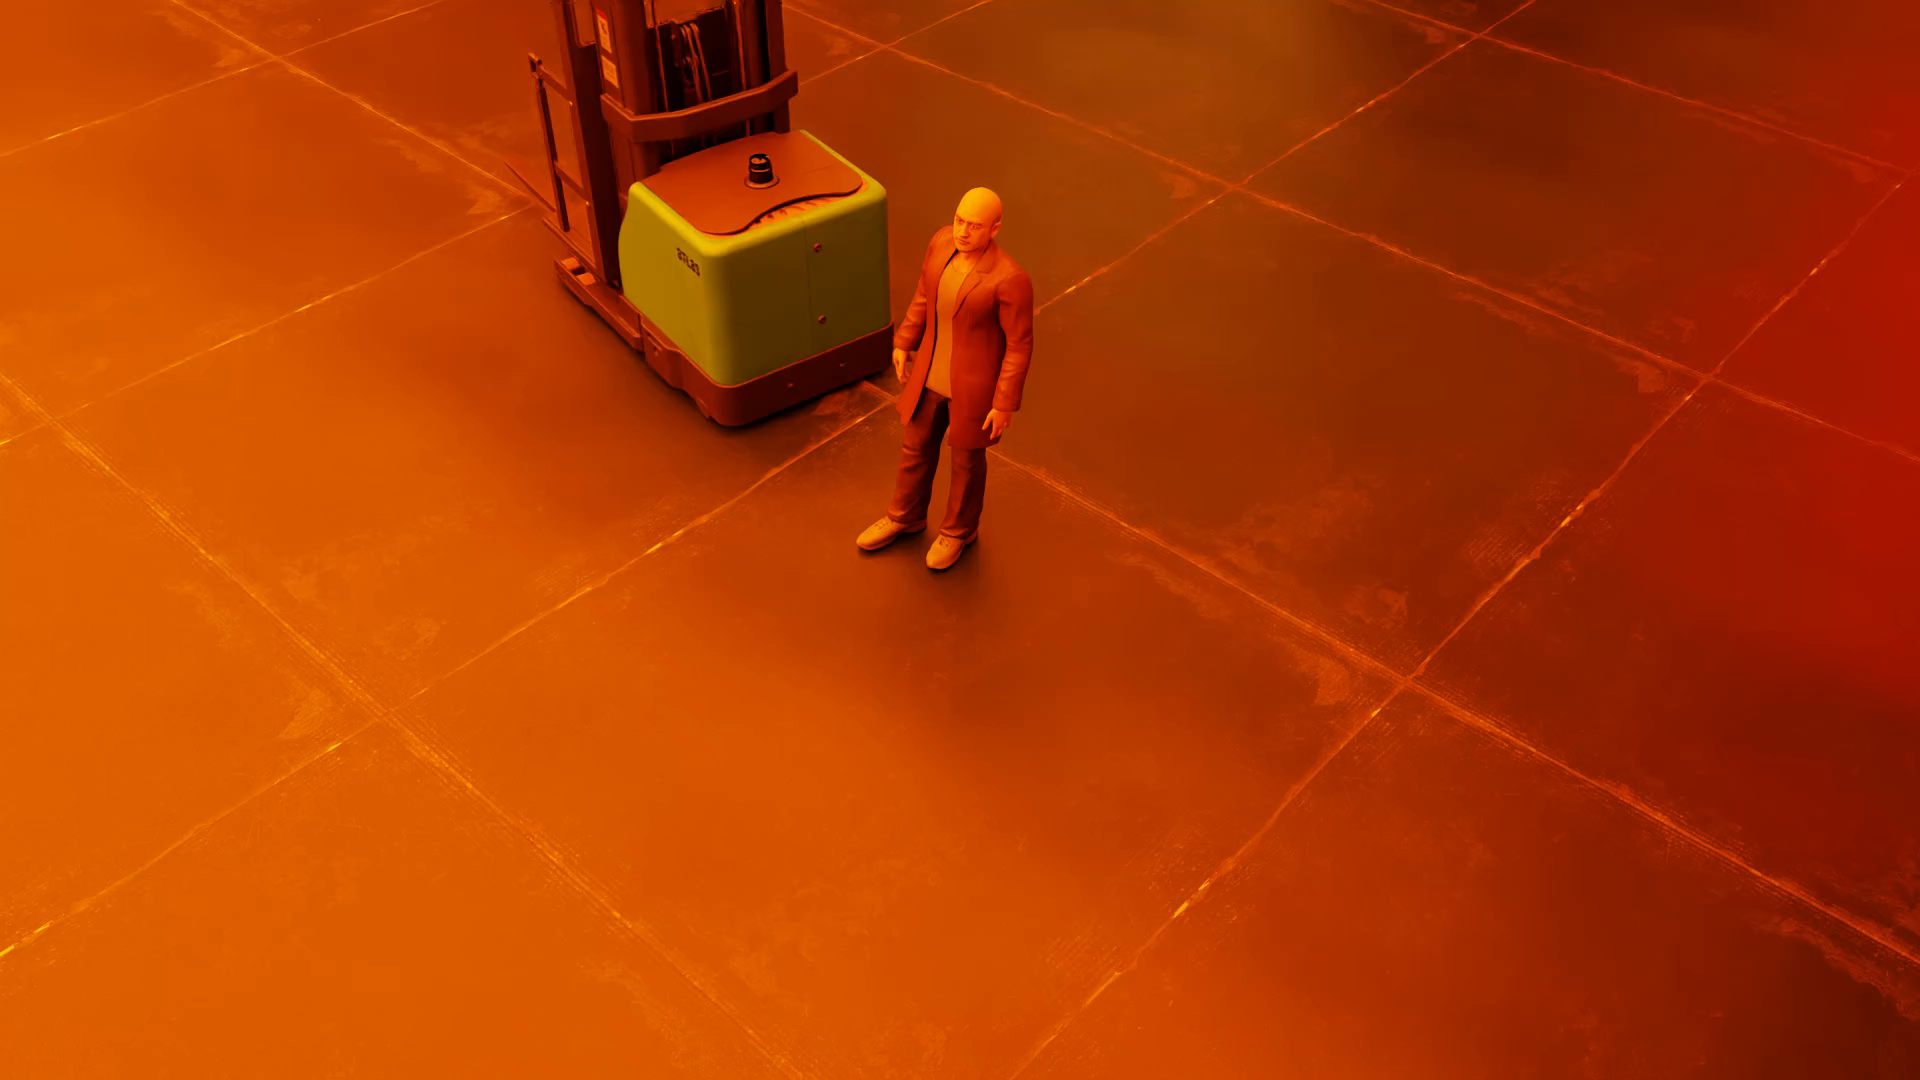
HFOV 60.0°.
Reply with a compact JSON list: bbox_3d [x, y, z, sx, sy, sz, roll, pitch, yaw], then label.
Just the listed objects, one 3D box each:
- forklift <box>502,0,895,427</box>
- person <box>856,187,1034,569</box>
[{"bbox_3d":[-1.607,-2.589,8.446,1.130,2.935,3.031,-25,47,-26],"label":"forklift"},{"bbox_3d":[-0.065,-0.638,7.046,0.696,1.778,0.579,31,49,31],"label":"person"}]
